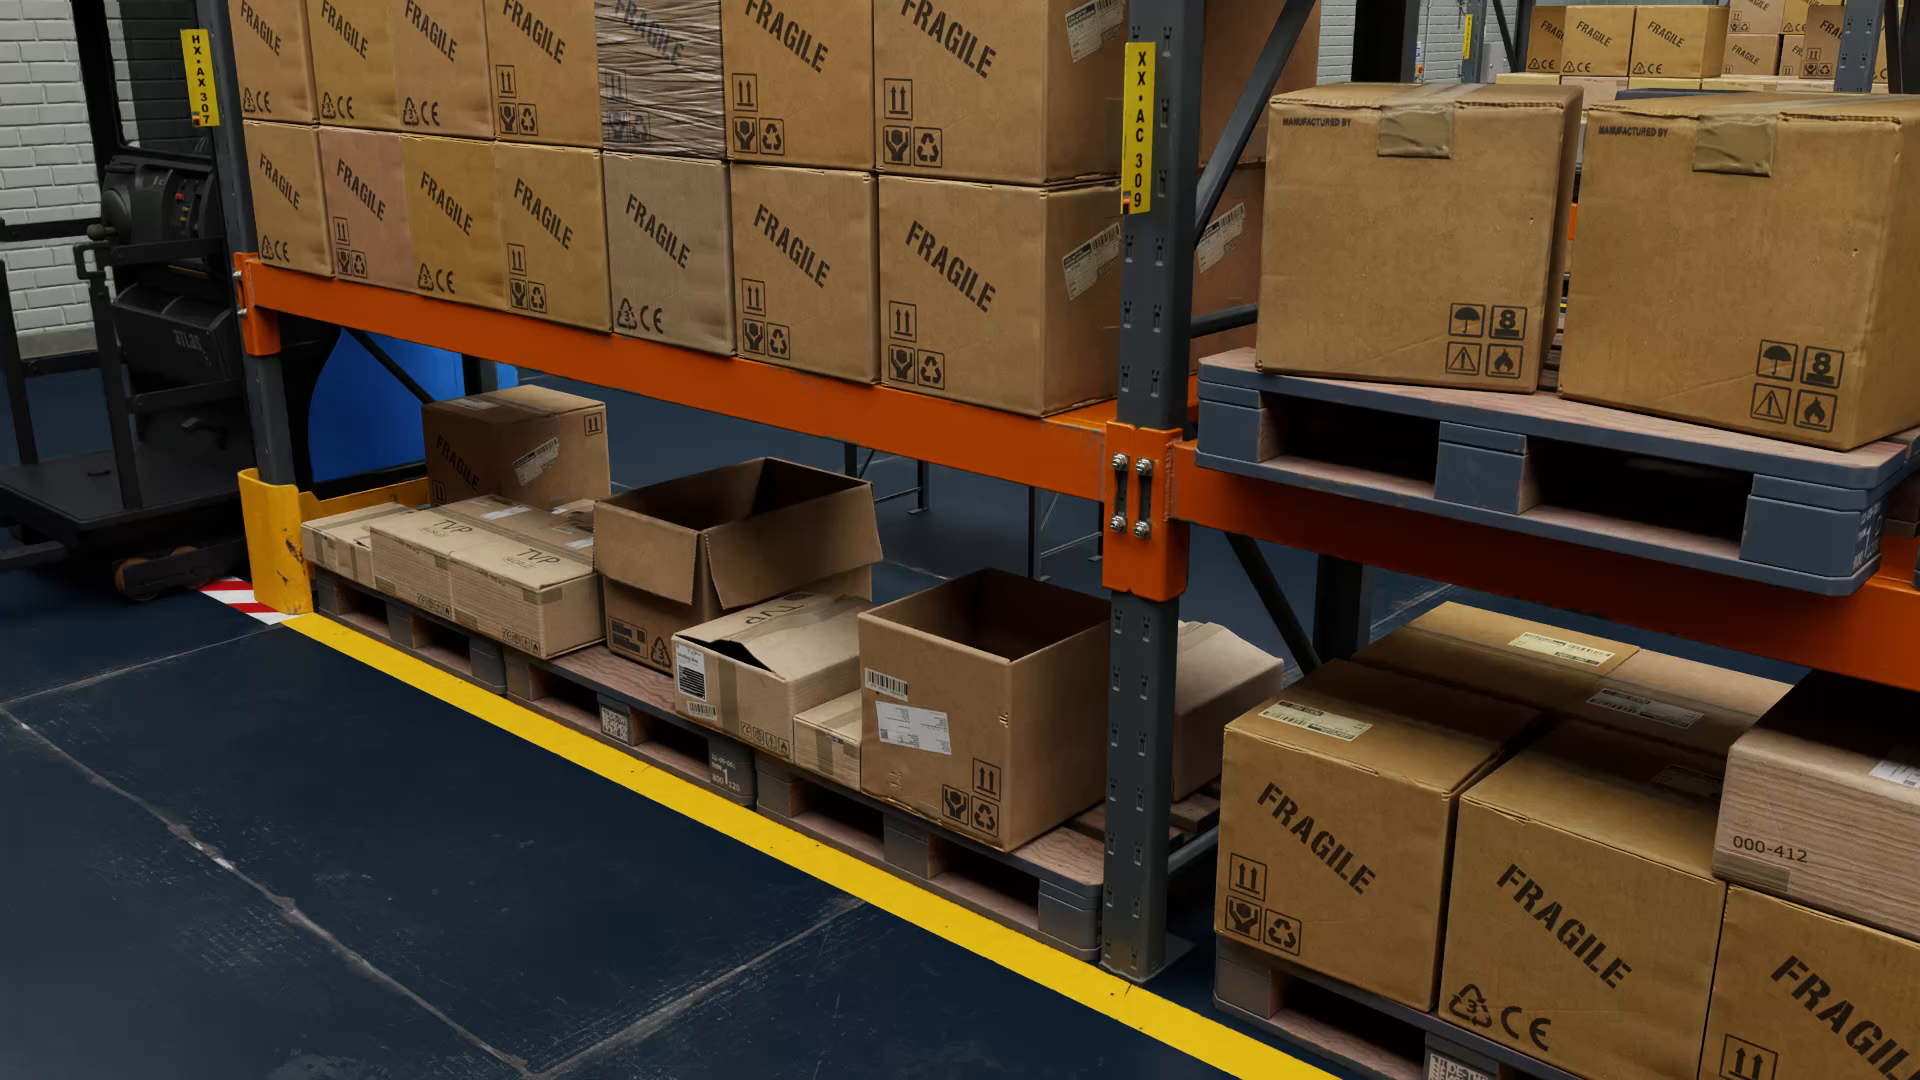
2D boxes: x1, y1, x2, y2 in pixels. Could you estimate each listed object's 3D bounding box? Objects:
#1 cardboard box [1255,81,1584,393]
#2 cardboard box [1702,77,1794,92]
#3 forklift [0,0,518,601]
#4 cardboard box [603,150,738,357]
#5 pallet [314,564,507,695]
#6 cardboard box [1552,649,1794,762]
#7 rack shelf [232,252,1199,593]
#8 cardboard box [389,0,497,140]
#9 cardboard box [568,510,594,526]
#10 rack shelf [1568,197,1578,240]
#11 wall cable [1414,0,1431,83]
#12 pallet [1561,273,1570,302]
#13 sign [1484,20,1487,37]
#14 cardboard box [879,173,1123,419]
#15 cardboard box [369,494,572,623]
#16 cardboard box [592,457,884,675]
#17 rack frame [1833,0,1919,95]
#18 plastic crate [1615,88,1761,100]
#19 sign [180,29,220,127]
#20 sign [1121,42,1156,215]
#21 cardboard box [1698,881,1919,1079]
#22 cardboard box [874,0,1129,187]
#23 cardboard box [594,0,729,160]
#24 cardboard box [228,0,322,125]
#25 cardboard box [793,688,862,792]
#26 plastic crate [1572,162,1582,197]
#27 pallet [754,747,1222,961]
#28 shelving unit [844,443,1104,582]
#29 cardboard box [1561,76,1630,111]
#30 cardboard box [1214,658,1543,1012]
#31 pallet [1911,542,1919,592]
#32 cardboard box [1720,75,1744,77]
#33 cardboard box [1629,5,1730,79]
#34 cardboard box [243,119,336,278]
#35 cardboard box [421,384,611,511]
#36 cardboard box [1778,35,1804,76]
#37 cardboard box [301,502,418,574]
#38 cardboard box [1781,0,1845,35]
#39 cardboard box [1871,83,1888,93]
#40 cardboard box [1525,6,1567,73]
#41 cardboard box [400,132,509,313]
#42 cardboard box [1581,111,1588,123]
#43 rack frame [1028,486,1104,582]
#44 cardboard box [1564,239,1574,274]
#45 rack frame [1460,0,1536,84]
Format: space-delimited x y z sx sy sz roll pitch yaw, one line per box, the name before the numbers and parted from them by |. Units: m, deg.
cardboard box | 0.912 -0.621 3.249 0.500 0.500 0.700 7 19 21
cardboard box | 5.632 -3.167 11.888 0.500 0.250 0.500 14 23 38
forklift | -3.330 -1.334 6.470 1.130 2.935 3.031 15 23 39
cardboard box | -0.611 -0.814 4.553 0.500 0.500 0.500 16 23 40
pallet | -1.632 0.183 6.187 1.213 0.211 1.003 15 23 39
cardboard box | 1.629 0.599 3.671 0.500 0.500 0.500 15 23 39
rack shelf | -0.790 -0.577 5.161 4.000 0.370 1.077 15 23 39
cardboard box | -1.362 -1.492 5.037 0.500 0.500 0.500 15 23 40
cardboard box | -1.025 0.030 5.876 0.500 0.250 0.500 15 23 39
rack shelf | 2.501 -1.697 8.690 4.000 0.370 1.077 15 23 39
wall cable | 6.637 -7.430 23.834 0.123 1.953 0.585 15 23 39
pallet | 4.942 -2.090 13.349 1.213 0.211 1.003 15 23 39
sign | 7.949 -7.800 25.365 0.001 0.242 0.339 15 23 39
cardboard box | 0.162 -0.608 3.905 0.500 0.500 0.500 16 23 40
cardboard box | -1.694 0.053 5.804 0.500 0.250 0.500 15 23 39
cardboard box | -0.703 0.086 5.282 0.637 0.503 0.797 15 23 39
rack frame | 3.996 -1.638 7.315 0.127 3.000 1.000 15 23 39
plastic crate | 3.495 -1.933 8.040 0.583 0.464 0.402 15 23 39
sign | -2.646 -1.611 5.799 0.005 0.325 0.100 15 23 39
sign | 0.351 -0.807 3.264 0.005 0.325 0.100 15 23 39
cardboard box | 1.681 0.822 2.967 0.500 0.500 0.500 15 23 40
cardboard box | 0.156 -1.086 3.755 0.500 0.500 0.500 15 23 40
cardboard box | -0.606 -1.289 4.397 0.500 0.500 0.500 15 23 40
cardboard box | -2.129 -1.697 5.682 0.500 0.500 0.500 16 24 41
cardboard box | -0.229 0.519 4.504 0.250 0.149 0.380 15 23 39
plastic crate | 2.981 -1.700 7.865 0.590 0.125 0.437 15 23 39
pallet | 0.193 0.673 4.643 1.213 0.211 1.003 15 23 39
shelving unit | 0.064 -0.698 6.831 1.048 1.500 0.538 15 23 39
cardboard box | 4.865 -3.372 12.534 0.500 0.250 0.500 15 23 39
cardboard box | 0.906 0.616 3.618 0.500 0.500 0.500 14 22 37
pallet | 2.240 -0.013 2.512 1.213 0.211 1.003 15 23 39
cardboard box | 5.591 -3.391 12.594 0.500 0.250 0.500 14 22 37
cardboard box | 5.238 -3.629 12.105 0.500 0.500 0.500 14 23 38
cardboard box | -2.129 -1.220 5.833 0.500 0.500 0.500 16 23 40
cardboard box | -1.716 -0.286 6.460 0.500 0.500 0.500 15 23 39
cardboard box | 8.230 -4.599 15.987 0.500 0.500 0.500 15 23 39
cardboard box | -2.201 -0.011 6.172 0.250 0.149 0.380 15 23 39
cardboard box | 8.201 -5.080 15.850 0.500 0.500 0.500 16 24 41
cardboard box | 6.391 -2.962 11.242 0.500 0.250 0.500 16 24 41
cardboard box | 4.831 -3.951 13.120 0.500 0.500 0.500 15 23 40
cardboard box | -1.366 -1.017 5.191 0.500 0.500 0.500 15 23 39
cardboard box | 4.723 -3.194 12.632 0.250 0.149 0.380 14 23 38
rack frame | 0.444 -0.596 6.509 0.032 1.500 0.500 15 23 39
cardboard box | 4.824 -2.639 13.287 0.875 0.875 0.875 15 23 39
rack frame | 4.292 -3.562 13.377 0.127 3.000 1.000 15 23 39
